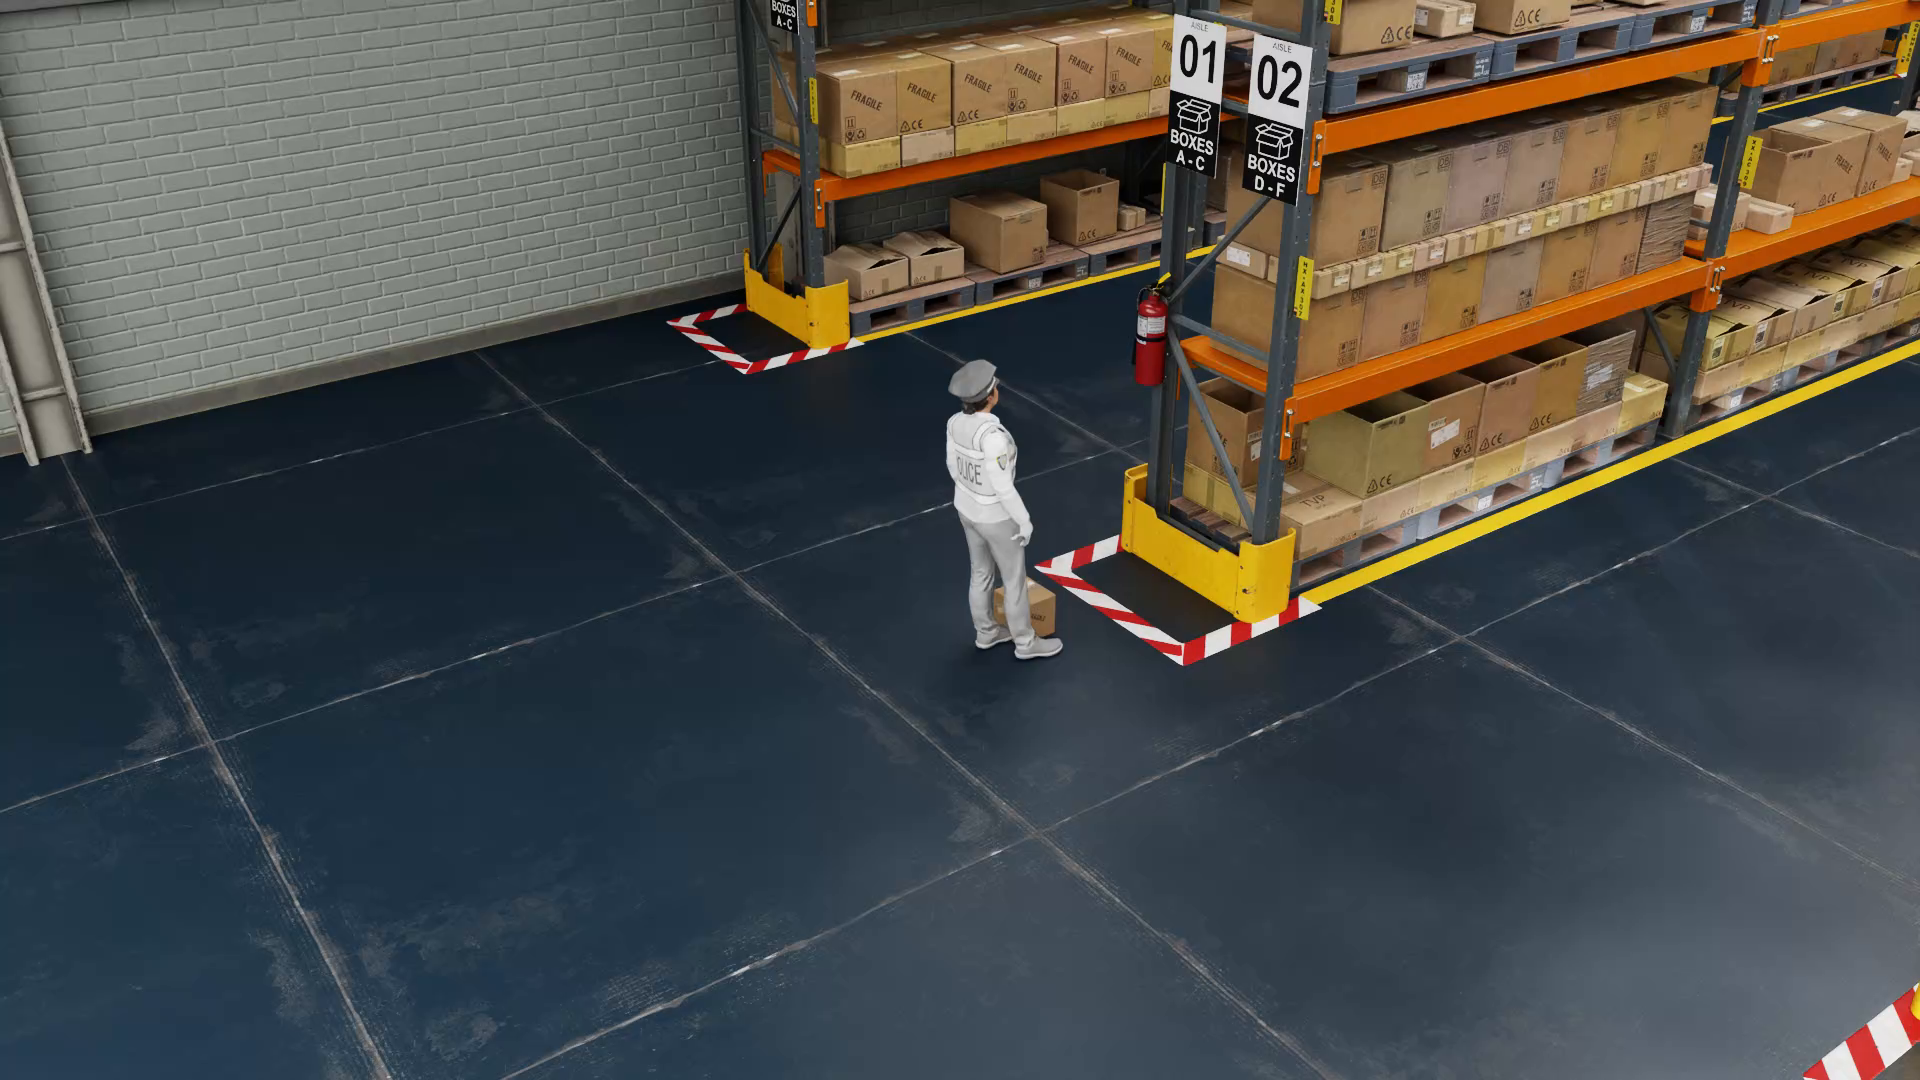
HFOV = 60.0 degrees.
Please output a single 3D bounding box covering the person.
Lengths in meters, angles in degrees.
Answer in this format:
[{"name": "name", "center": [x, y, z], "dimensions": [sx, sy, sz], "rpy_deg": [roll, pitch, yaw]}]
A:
[{"name": "person", "center": [0.210, -0.170, 8.881], "dimensions": [0.531, 1.694, 0.586], "rpy_deg": [-19, 34, -30]}]
